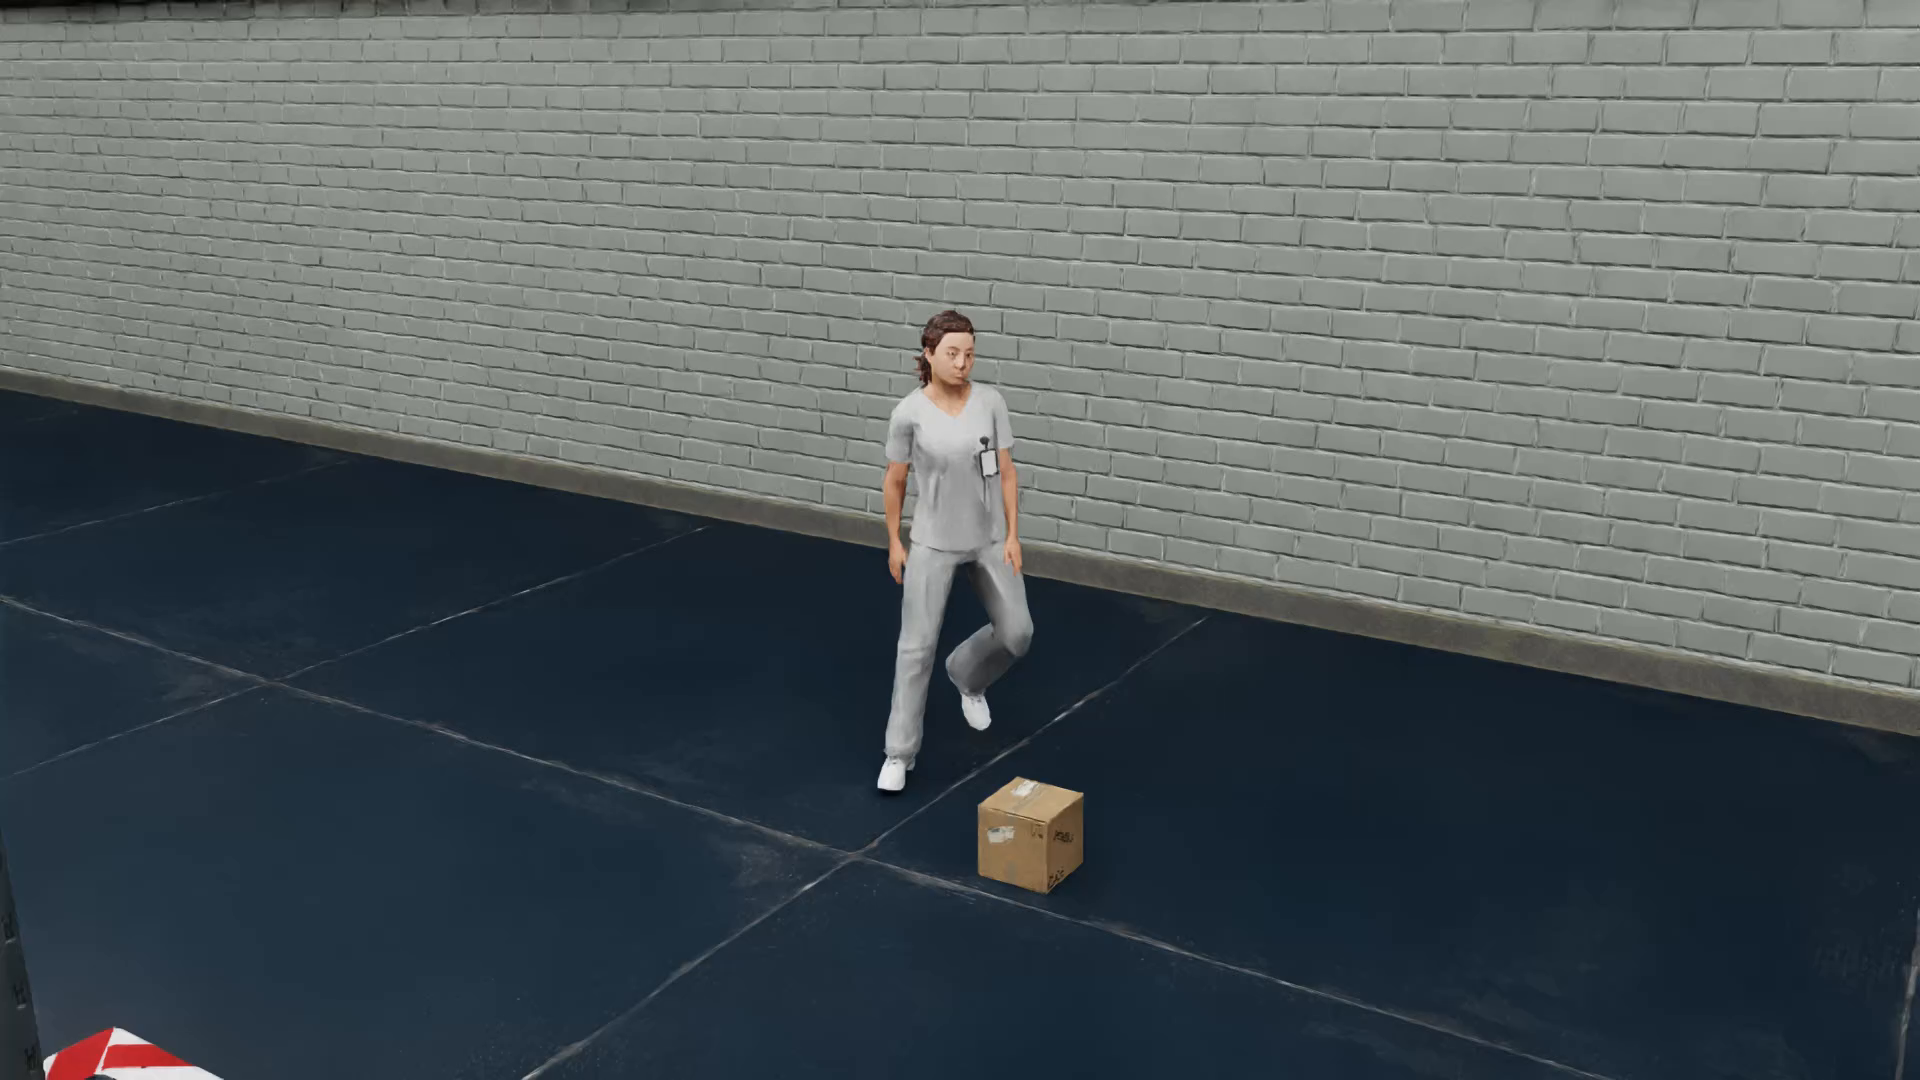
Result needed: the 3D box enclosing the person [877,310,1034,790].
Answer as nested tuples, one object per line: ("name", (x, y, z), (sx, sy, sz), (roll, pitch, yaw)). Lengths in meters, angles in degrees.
("person", (-0.066, 0.007, 5.964), (0.598, 1.663, 0.599), (-4, 17, -14))
